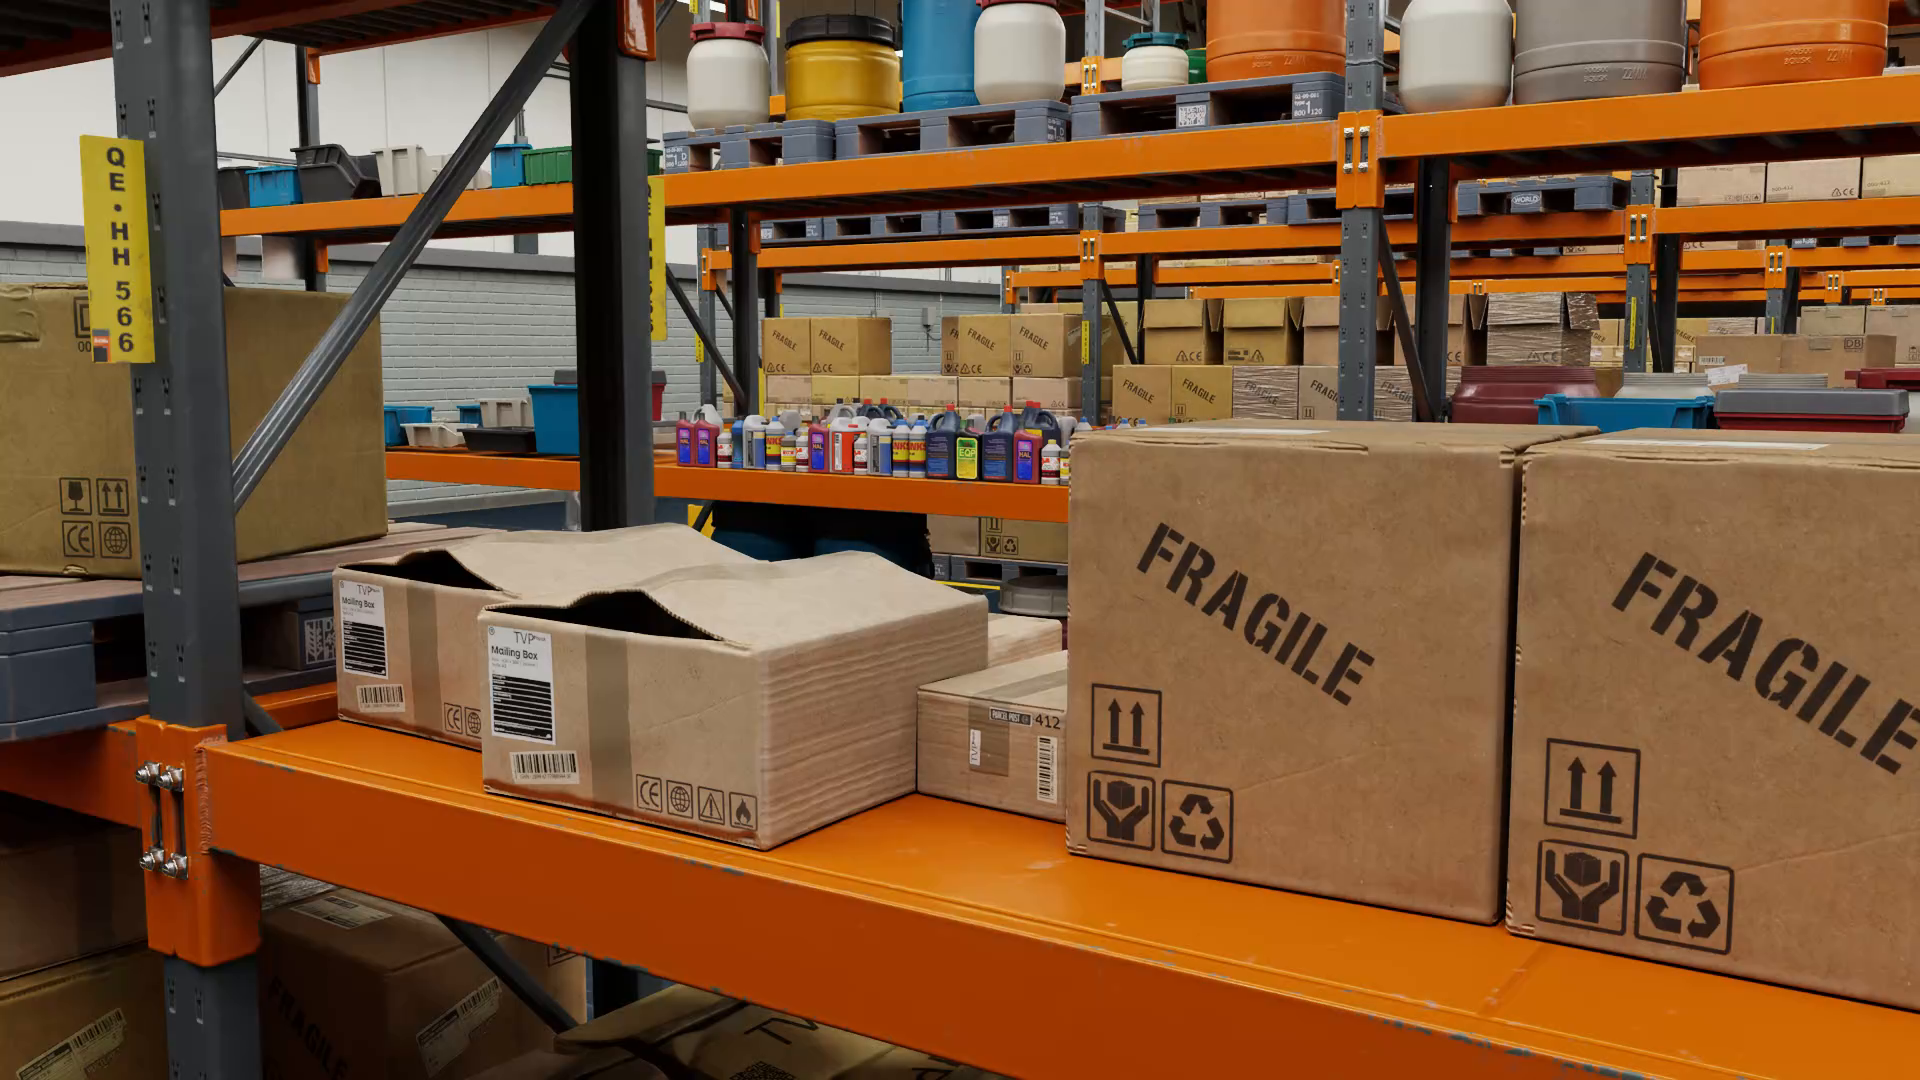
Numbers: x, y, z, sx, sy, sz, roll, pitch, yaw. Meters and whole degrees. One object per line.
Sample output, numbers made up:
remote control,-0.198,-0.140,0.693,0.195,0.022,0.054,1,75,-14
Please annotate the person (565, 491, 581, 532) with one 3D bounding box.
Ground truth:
person,-2.945,-0.468,13.390,0.612,1.673,0.491,5,8,37
